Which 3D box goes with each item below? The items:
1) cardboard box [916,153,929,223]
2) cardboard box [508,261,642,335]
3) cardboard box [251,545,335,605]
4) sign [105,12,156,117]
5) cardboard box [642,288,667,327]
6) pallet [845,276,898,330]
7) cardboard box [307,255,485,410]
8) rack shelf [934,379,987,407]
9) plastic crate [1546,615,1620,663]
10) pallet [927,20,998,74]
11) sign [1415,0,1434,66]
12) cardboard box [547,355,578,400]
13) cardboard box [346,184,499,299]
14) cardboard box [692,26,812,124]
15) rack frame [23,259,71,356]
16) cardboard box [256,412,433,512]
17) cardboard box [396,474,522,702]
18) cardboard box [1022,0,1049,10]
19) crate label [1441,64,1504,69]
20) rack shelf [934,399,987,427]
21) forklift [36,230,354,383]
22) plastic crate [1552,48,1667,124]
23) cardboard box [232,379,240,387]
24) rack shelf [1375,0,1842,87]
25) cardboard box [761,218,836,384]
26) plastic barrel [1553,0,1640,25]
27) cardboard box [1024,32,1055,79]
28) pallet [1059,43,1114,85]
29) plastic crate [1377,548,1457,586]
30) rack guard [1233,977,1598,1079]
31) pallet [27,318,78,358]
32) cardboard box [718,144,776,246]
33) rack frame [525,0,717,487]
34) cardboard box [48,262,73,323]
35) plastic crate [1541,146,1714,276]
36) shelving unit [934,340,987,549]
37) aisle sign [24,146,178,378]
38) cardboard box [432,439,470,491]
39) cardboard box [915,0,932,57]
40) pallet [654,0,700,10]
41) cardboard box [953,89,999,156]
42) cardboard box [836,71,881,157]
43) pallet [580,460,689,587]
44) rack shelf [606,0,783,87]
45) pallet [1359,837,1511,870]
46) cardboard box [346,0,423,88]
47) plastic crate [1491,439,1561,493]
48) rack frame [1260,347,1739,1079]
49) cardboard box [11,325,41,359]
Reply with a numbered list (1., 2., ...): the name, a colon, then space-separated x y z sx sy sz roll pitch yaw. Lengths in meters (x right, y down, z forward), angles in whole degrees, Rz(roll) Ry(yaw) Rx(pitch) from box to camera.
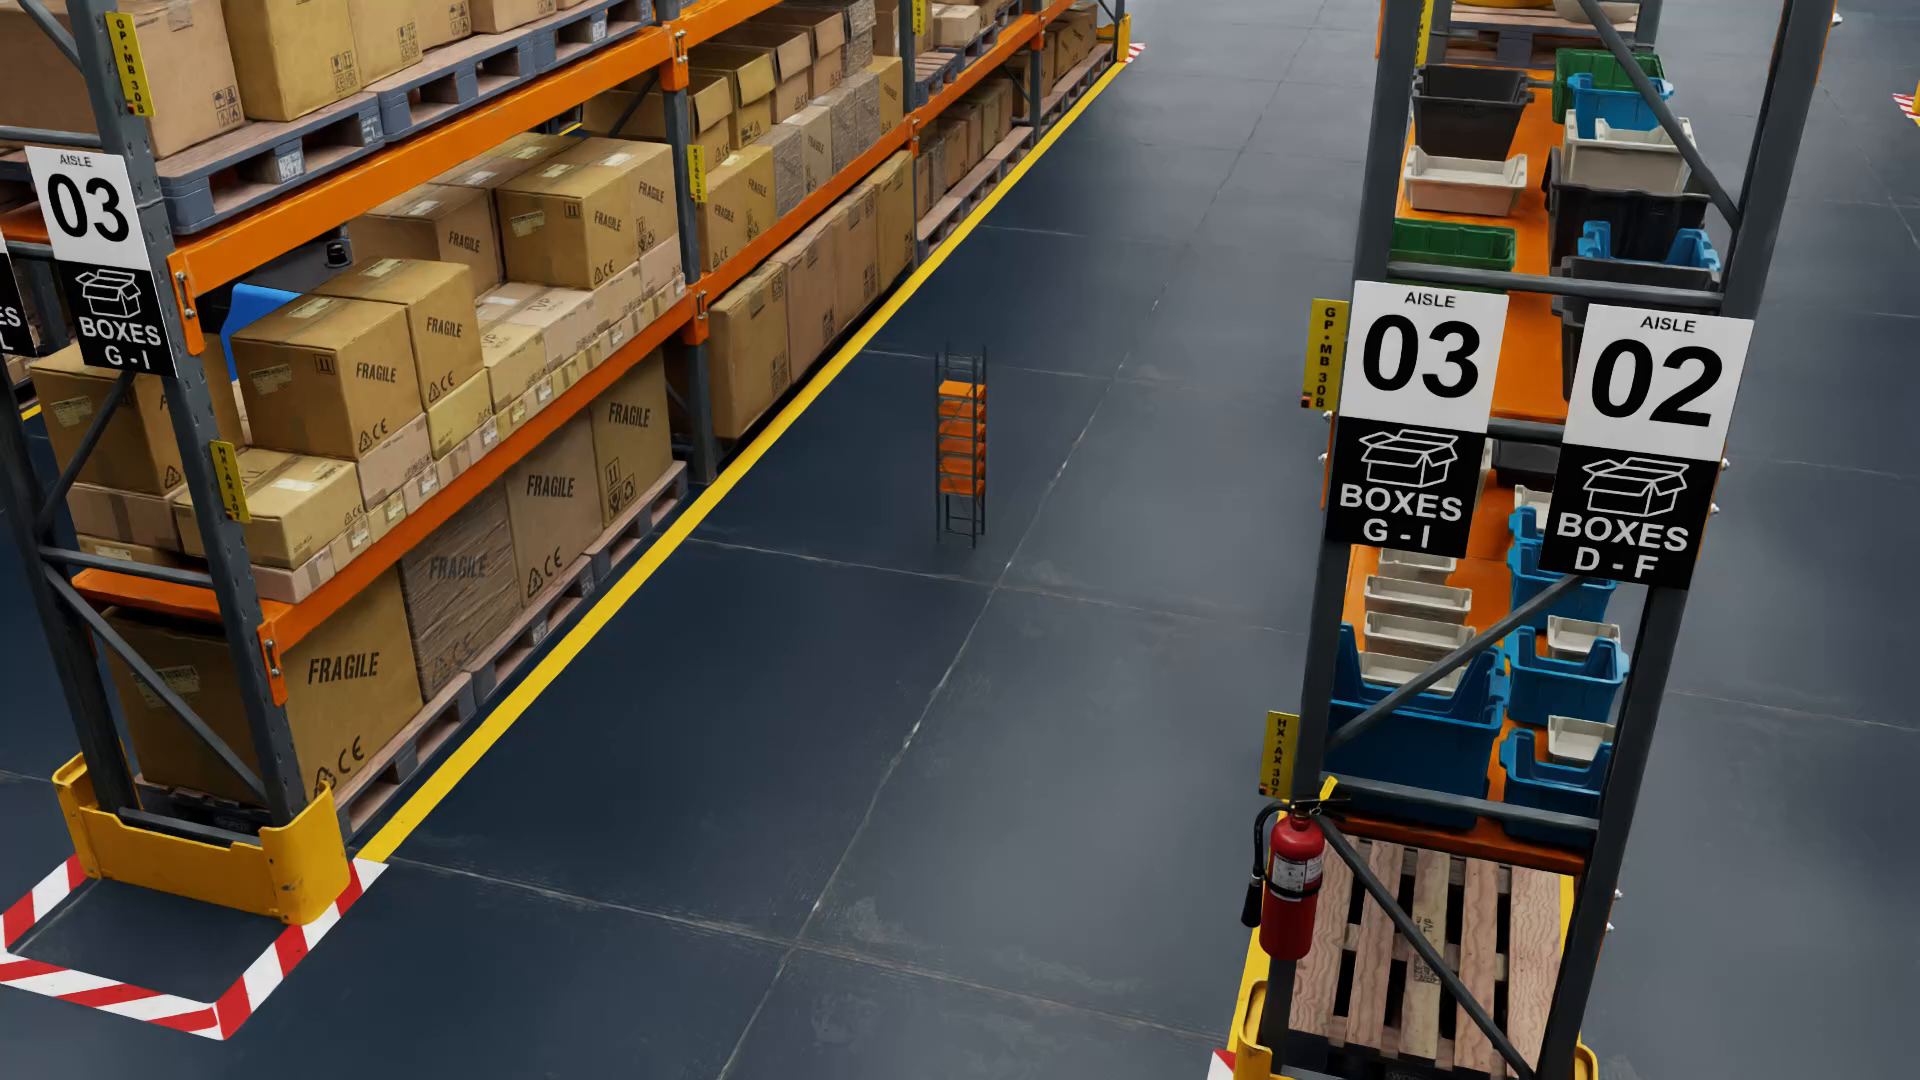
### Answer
1. cardboard box: -0.668 -3.013 14.199 0.700 0.500 0.500 7 30 12
2. cardboard box: -2.048 -1.321 8.887 0.500 0.250 0.500 9 30 16
3. cardboard box: -2.774 0.111 6.723 0.380 0.149 0.250 9 30 15
4. sign: -2.665 -1.526 5.342 0.100 0.325 0.005 8 30 15
5. cardboard box: -1.871 -1.321 9.298 0.380 0.149 0.250 9 30 16
6. pallet: -1.149 -2.024 13.172 1.003 0.211 1.213 8 30 15
7. cardboard box: -2.502 -0.931 7.416 0.500 0.500 0.500 8 30 14
8. rack shelf: 0.004 -0.807 9.317 0.258 0.103 0.180 8 30 15
9. plastic crate: 2.301 0.395 6.164 0.250 0.136 0.298 8 30 15
10. pallet: -0.304 -4.440 14.844 1.003 0.211 1.213 8 30 15
11. sign: 2.190 -2.427 7.932 0.100 0.325 0.005 8 30 15
12. cardboard box: -2.173 -0.844 8.440 0.380 0.149 0.250 8 30 14
13. cardboard box: -2.705 -1.475 8.394 0.500 0.500 0.500 8 30 13
14. cardboard box: -1.460 -3.128 11.153 0.797 0.503 0.637 9 30 16
15. rack frame: -6.731 -2.494 11.148 1.000 3.000 0.127 8 30 15
16. cardboard box: -2.648 -0.372 7.182 0.500 0.250 0.500 8 30 14
17. cardboard box: -2.815 0.133 8.180 0.875 0.875 0.875 8 30 15
18. cardboard box: 0.679 -5.405 16.638 0.380 0.149 0.250 8 30 15
19. crate label: 2.295 -2.042 7.521 0.293 0.136 0.466 8 30 15
20. rack shelf: 0.004 -0.702 9.375 0.258 0.103 0.180 8 30 15
21. forklift: -5.019 -2.296 10.862 3.031 2.935 1.130 11 31 20
22. plastic crate: 2.880 -2.011 7.412 0.450 0.188 0.662 8 30 15
23. cardboard box: -3.007 -0.680 7.736 0.500 0.250 0.500 7 30 13
24. rack shelf: 2.128 -2.236 5.664 1.077 0.370 4.000 8 30 15
25. cardboard box: -1.589 -1.710 11.492 1.225 0.875 0.875 7 30 13
26. plastic barrel: 3.109 -2.795 8.032 0.433 0.535 0.433 0 29 0
27. cardboard box: 0.752 -5.296 18.323 0.500 0.500 0.500 6 30 10
28. pallet: 1.208 -5.690 19.761 1.003 0.211 1.213 8 30 15
29. plastic crate: 1.834 0.104 6.686 0.298 0.136 0.250 8 30 15
30. rack guard: 1.546 1.931 5.764 1.175 0.500 0.348 8 30 15
31. pallet: -6.504 -1.638 12.477 1.003 0.211 1.213 8 30 15
32. cardboard box: -1.499 -2.195 10.508 0.500 0.500 0.500 9 30 15
33. rack frame: -2.020 -1.740 9.792 1.000 3.000 0.127 8 30 15
34. cardboard box: -6.261 -1.891 12.203 0.500 0.500 0.500 10 31 17
35. plastic crate: 2.252 -1.128 5.671 0.504 0.338 0.767 8 30 15
36. shelving unit: 0.004 -0.531 9.470 0.258 1.200 0.189 8 30 15
37. aisle sign: -2.928 -0.940 5.681 0.394 0.787 0.004 8 30 15
38. cardboard box: -2.474 -0.367 7.582 0.380 0.149 0.250 8 30 14
39. cardboard box: -0.657 -4.356 13.960 0.700 0.500 0.500 13 32 22
40. pallet: -1.798 -3.400 9.887 0.805 0.209 1.217 7 30 13
41. cardboard box: -0.030 -4.056 16.074 0.700 0.500 0.500 8 30 15
42. cardboard box: -0.905 -3.147 12.218 0.500 0.500 0.500 8 30 14
43. pallet: -2.318 -0.179 9.854 1.003 0.211 1.213 8 30 15
44. rack shelf: -1.433 -3.665 10.908 1.077 0.370 4.000 8 30 15
45. pallet: 2.180 1.102 7.552 1.003 0.211 1.213 8 30 15
46. cardboard box: -2.706 -2.203 6.902 0.700 0.500 0.500 6 30 11
47. plastic crate: 2.643 -0.380 7.569 0.437 0.125 0.590 8 30 15
48. rack frame: 1.541 0.826 5.180 1.000 3.000 0.127 8 30 15
49. cardboard box: -6.520 -1.370 11.322 0.380 0.149 0.250 9 30 16
